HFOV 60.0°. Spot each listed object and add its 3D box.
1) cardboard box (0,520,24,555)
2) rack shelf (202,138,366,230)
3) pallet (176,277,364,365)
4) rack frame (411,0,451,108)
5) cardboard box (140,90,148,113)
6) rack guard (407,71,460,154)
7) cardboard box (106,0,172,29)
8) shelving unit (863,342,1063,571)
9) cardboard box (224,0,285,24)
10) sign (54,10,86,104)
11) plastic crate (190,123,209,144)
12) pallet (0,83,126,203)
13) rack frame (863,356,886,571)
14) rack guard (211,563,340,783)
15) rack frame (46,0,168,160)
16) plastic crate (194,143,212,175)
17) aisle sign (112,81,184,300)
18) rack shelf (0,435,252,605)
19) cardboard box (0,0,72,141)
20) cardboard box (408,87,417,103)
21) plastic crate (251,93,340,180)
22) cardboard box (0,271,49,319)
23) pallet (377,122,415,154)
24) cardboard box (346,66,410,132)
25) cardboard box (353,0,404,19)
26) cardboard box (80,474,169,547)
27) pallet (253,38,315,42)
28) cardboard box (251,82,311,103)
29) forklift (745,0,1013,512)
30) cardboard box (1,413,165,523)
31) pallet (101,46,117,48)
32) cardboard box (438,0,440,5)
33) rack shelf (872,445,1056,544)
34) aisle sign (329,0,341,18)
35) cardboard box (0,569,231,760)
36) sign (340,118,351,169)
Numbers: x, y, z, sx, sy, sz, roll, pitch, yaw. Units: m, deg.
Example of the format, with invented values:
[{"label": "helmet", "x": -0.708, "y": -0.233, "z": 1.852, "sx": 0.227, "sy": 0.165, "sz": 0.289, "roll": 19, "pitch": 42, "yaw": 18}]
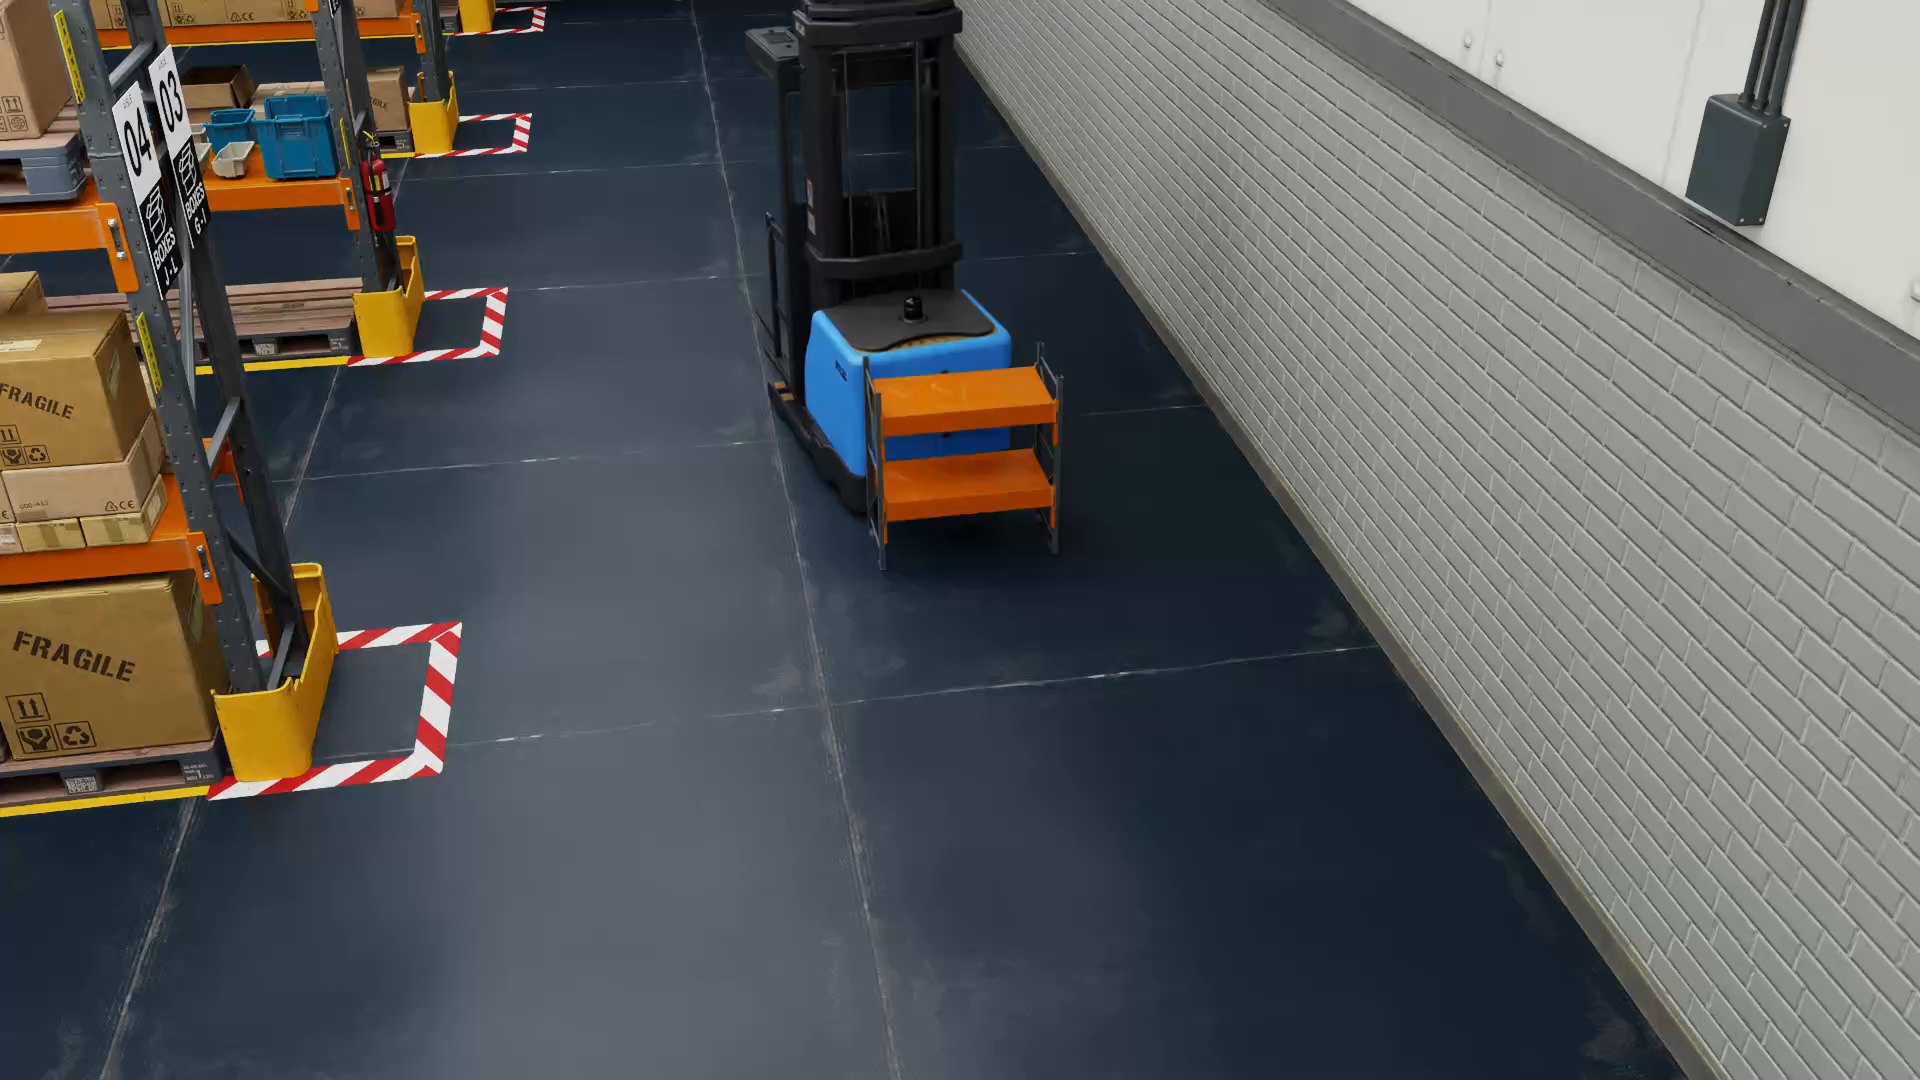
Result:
[{"label": "cardboard box", "x": -4.208, "y": -0.087, "z": 7.301, "sx": 0.250, "sy": 0.149, "sz": 0.380, "roll": -5, "pitch": 31, "yaw": -9}, {"label": "rack shelf", "x": -6.273, "y": -2.416, "z": 11.723, "sx": 4.000, "sy": 0.370, "sz": 1.077, "roll": -5, "pitch": 31, "yaw": -9}, {"label": "pallet", "x": -5.124, "y": -1.650, "z": 12.463, "sx": 1.213, "sy": 0.211, "sz": 1.003, "roll": -5, "pitch": 31, "yaw": -9}, {"label": "rack frame", "x": -5.194, "y": -5.378, "z": 16.052, "sx": 0.127, "sy": 3.000, "sz": 1.000, "roll": -5, "pitch": 31, "yaw": -9}, {"label": "cardboard box", "x": -7.882, "y": -4.306, "z": 16.446, "sx": 0.500, "sy": 0.311, "sz": 0.500, "roll": -5, "pitch": 31, "yaw": -9}, {"label": "rack guard", "x": -5.269, "y": -4.294, "z": 16.674, "sx": 0.348, "sy": 0.500, "sz": 1.175, "roll": -5, "pitch": 31, "yaw": -9}, {"label": "cardboard box", "x": -7.583, "y": -5.060, "z": 15.411, "sx": 0.500, "sy": 0.500, "sz": 0.500, "roll": -5, "pitch": 31, "yaw": -9}, {"label": "shelving unit", "x": 0.010, "y": -0.484, "z": 9.577, "sx": 1.048, "sy": 1.125, "sz": 0.538, "roll": -6, "pitch": 31, "yaw": -9}, {"label": "cardboard box", "x": -6.587, "y": -5.153, "z": 15.570, "sx": 0.500, "sy": 0.500, "sz": 0.500, "roll": -5, "pitch": 31, "yaw": -9}, {"label": "sign", "x": -3.330, "y": -1.808, "z": 6.224, "sx": 0.005, "sy": 0.325, "sz": 0.100, "roll": -5, "pitch": 31, "yaw": -9}, {"label": "plastic crate", "x": -5.606, "y": -2.912, "z": 12.059, "sx": 0.298, "sy": 0.136, "sz": 0.250, "roll": -5, "pitch": 31, "yaw": -9}, {"label": "pallet", "x": -4.142, "y": -1.621, "z": 6.789, "sx": 1.213, "sy": 0.211, "sz": 1.003, "roll": -5, "pitch": 31, "yaw": -9}, {"label": "rack frame", "x": -0.489, "y": -0.434, "z": 9.493, "sx": 0.032, "sy": 1.125, "sz": 0.500, "roll": -6, "pitch": 31, "yaw": -9}, {"label": "rack guard", "x": -3.390, "y": 0.637, "z": 8.289, "sx": 0.348, "sy": 0.500, "sz": 1.175, "roll": -5, "pitch": 31, "yaw": -9}, {"label": "rack frame", "x": -3.414, "y": -3.025, "z": 6.131, "sx": 0.127, "sy": 3.000, "sz": 1.000, "roll": -5, "pitch": 31, "yaw": -9}, {"label": "plastic crate", "x": -5.363, "y": -2.636, "z": 11.590, "sx": 0.243, "sy": 0.136, "sz": 0.396, "roll": -5, "pitch": 31, "yaw": -9}, {"label": "aisle sign", "x": -3.289, "y": -1.416, "z": 6.749, "sx": 0.004, "sy": 0.787, "sz": 0.394, "roll": -5, "pitch": 31, "yaw": -9}, {"label": "rack shelf", "x": -5.381, "y": 0.054, "z": 7.523, "sx": 4.000, "sy": 0.370, "sz": 1.077, "roll": -5, "pitch": 31, "yaw": -9}, {"label": "cardboard box", "x": -3.916, "y": -1.925, "z": 6.608, "sx": 0.500, "sy": 0.500, "sz": 0.700, "roll": -7, "pitch": 31, "yaw": -12}, {"label": "cardboard box", "x": -5.668, "y": -4.472, "z": 16.889, "sx": 0.250, "sy": 0.149, "sz": 0.380, "roll": -5, "pitch": 31, "yaw": -9}, {"label": "plastic crate", "x": -4.602, "y": -2.826, "z": 11.617, "sx": 0.499, "sy": 0.435, "sz": 0.616, "roll": -5, "pitch": 31, "yaw": -9}, {"label": "cardboard box", "x": -4.426, "y": -0.871, "z": 7.501, "sx": 0.500, "sy": 0.500, "sz": 0.500, "roll": -6, "pitch": 31, "yaw": -10}, {"label": "pallet", "x": -6.053, "y": -4.096, "z": 16.622, "sx": 1.213, "sy": 0.211, "sz": 1.003, "roll": -5, "pitch": 31, "yaw": -9}, {"label": "cardboard box", "x": -5.685, "y": -4.318, "z": 16.281, "sx": 0.500, "sy": 0.500, "sz": 0.500, "roll": -5, "pitch": 31, "yaw": -9}, {"label": "cardboard box", "x": -5.586, "y": -5.245, "z": 15.726, "sx": 0.500, "sy": 0.500, "sz": 0.500, "roll": -4, "pitch": 31, "yaw": -7}, {"label": "cardboard box", "x": -3.705, "y": -0.134, "z": 7.381, "sx": 0.250, "sy": 0.149, "sz": 0.380, "roll": -5, "pitch": 31, "yaw": -8}, {"label": "pallet", "x": -8.060, "y": -6.424, "z": 20.581, "sx": 1.213, "sy": 0.211, "sz": 1.003, "roll": -5, "pitch": 31, "yaw": -9}, {"label": "cardboard box", "x": -6.764, "y": -4.383, "z": 16.638, "sx": 0.500, "sy": 0.250, "sz": 0.500, "roll": -5, "pitch": 31, "yaw": -9}, {"label": "forklift", "x": -0.676, "y": -2.162, "z": 10.650, "sx": 1.130, "sy": 2.935, "sz": 3.031, "roll": -11, "pitch": 32, "yaw": -18}, {"label": "cardboard box", "x": -3.843, "y": -0.326, "z": 7.314, "sx": 0.500, "sy": 0.250, "sz": 0.500, "roll": -6, "pitch": 31, "yaw": -10}, {"label": "pallet", "x": -10.770, "y": -6.172, "z": 20.154, "sx": 1.213, "sy": 0.211, "sz": 1.003, "roll": -5, "pitch": 31, "yaw": -9}, {"label": "cardboard box", "x": -6.761, "y": -6.837, "z": 20.585, "sx": 0.500, "sy": 0.500, "sz": 0.700, "roll": -5, "pitch": 31, "yaw": -9}, {"label": "rack shelf", "x": 0.010, "y": -0.273, "z": 9.701, "sx": 1.000, "sy": 0.278, "sz": 0.538, "roll": -6, "pitch": 31, "yaw": -9}, {"label": "aisle sign", "x": -4.182, "y": -3.889, "z": 10.955, "sx": 0.004, "sy": 0.787, "sz": 0.394, "roll": -5, "pitch": 31, "yaw": -9}, {"label": "cardboard box", "x": -4.029, "y": 0.394, "z": 7.916, "sx": 0.875, "sy": 0.875, "sz": 0.875, "roll": -5, "pitch": 31, "yaw": -9}, {"label": "sign", "x": -4.191, "y": -2.706, "z": 11.346, "sx": 0.005, "sy": 0.325, "sz": 0.100, "roll": -5, "pitch": 31, "yaw": -9}]
